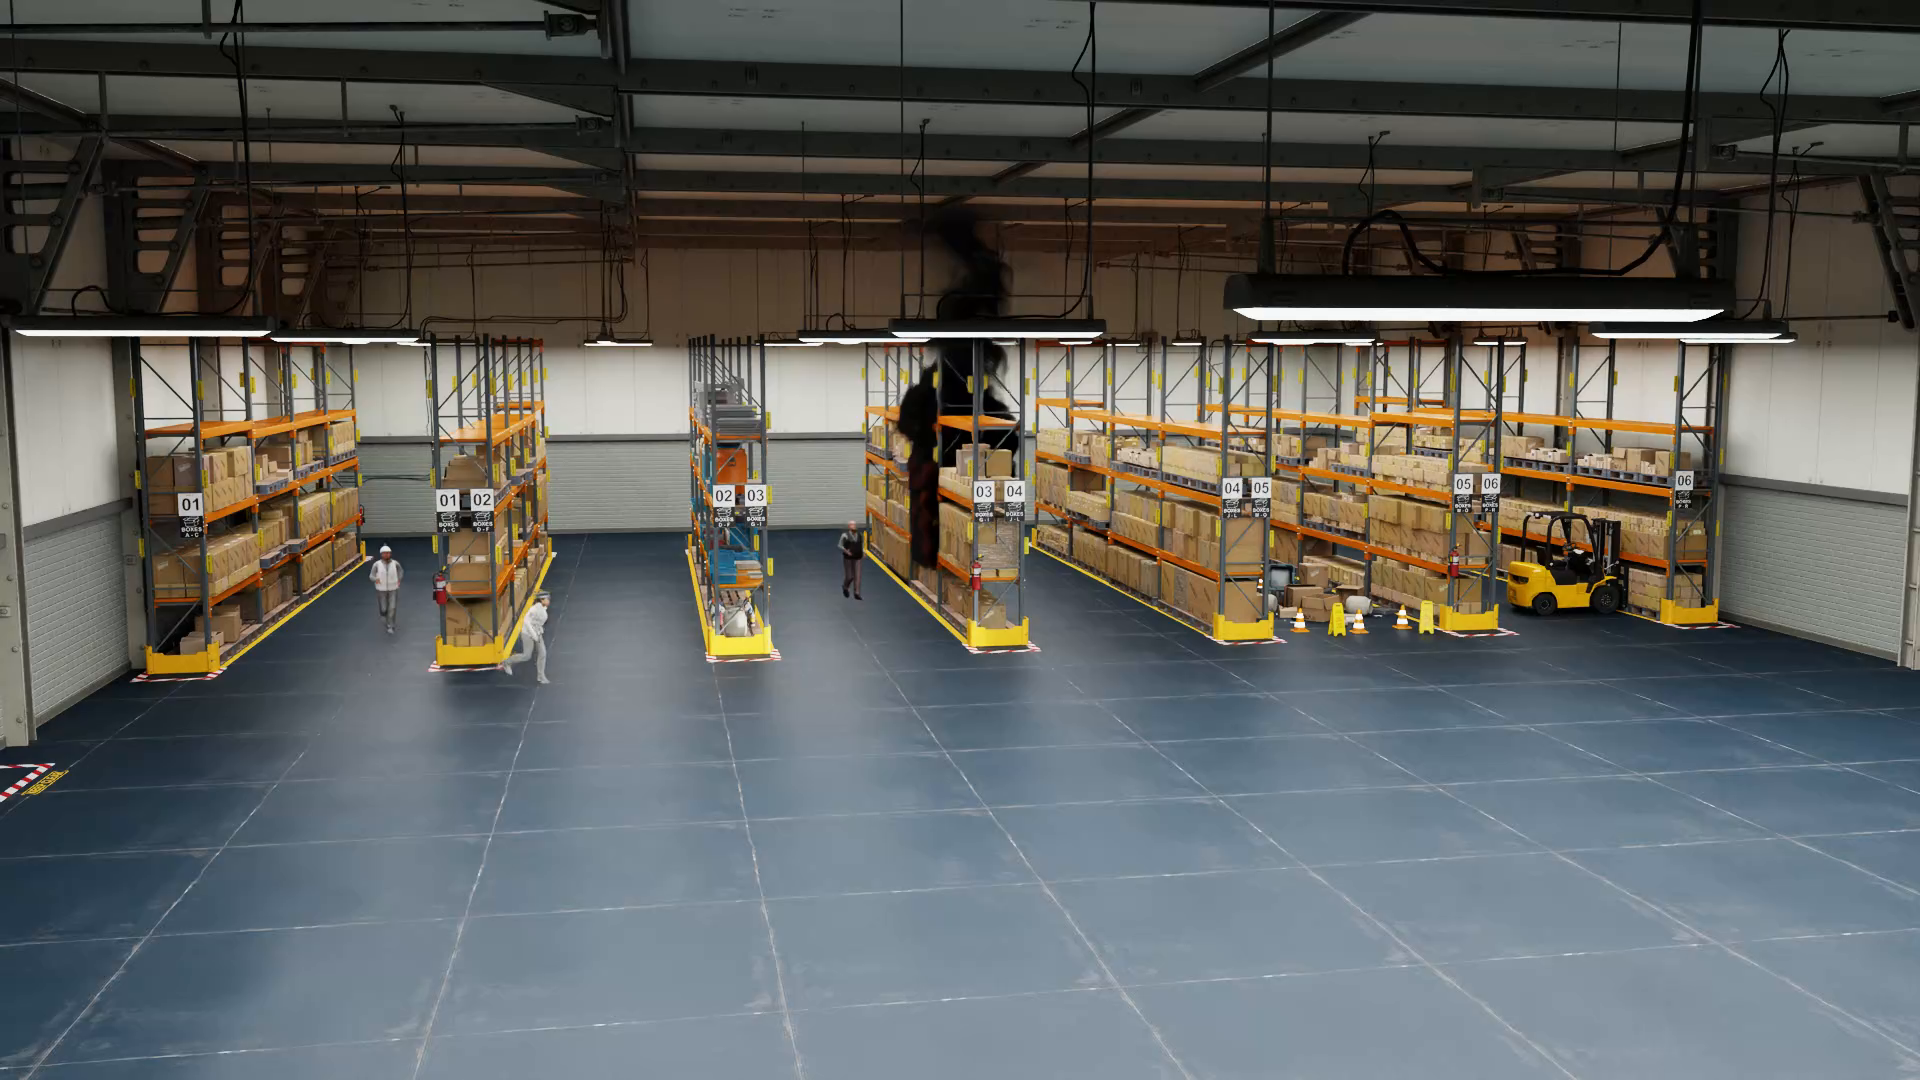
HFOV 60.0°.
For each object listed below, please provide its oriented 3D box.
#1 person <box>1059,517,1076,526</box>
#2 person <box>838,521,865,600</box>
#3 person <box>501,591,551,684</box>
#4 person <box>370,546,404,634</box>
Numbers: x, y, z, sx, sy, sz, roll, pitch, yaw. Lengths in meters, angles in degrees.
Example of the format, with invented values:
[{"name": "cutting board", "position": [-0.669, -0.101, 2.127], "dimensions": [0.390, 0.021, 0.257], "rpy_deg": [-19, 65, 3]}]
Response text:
[{"name": "person", "position": [3.152, -0.866, 50.075], "dimensions": [0.866, 1.712, 0.689], "rpy_deg": [4, 8, 32]}, {"name": "person", "position": [-2.327, 0.436, 36.234], "dimensions": [0.663, 1.719, 0.848], "rpy_deg": [-3, 7, -23]}, {"name": "person", "position": [-7.469, 1.676, 28.632], "dimensions": [0.919, 1.631, 0.560], "rpy_deg": [1, 7, 5]}, {"name": "person", "position": [-11.578, 0.994, 33.632], "dimensions": [0.663, 1.752, 0.926], "rpy_deg": [-3, 7, -22]}]
